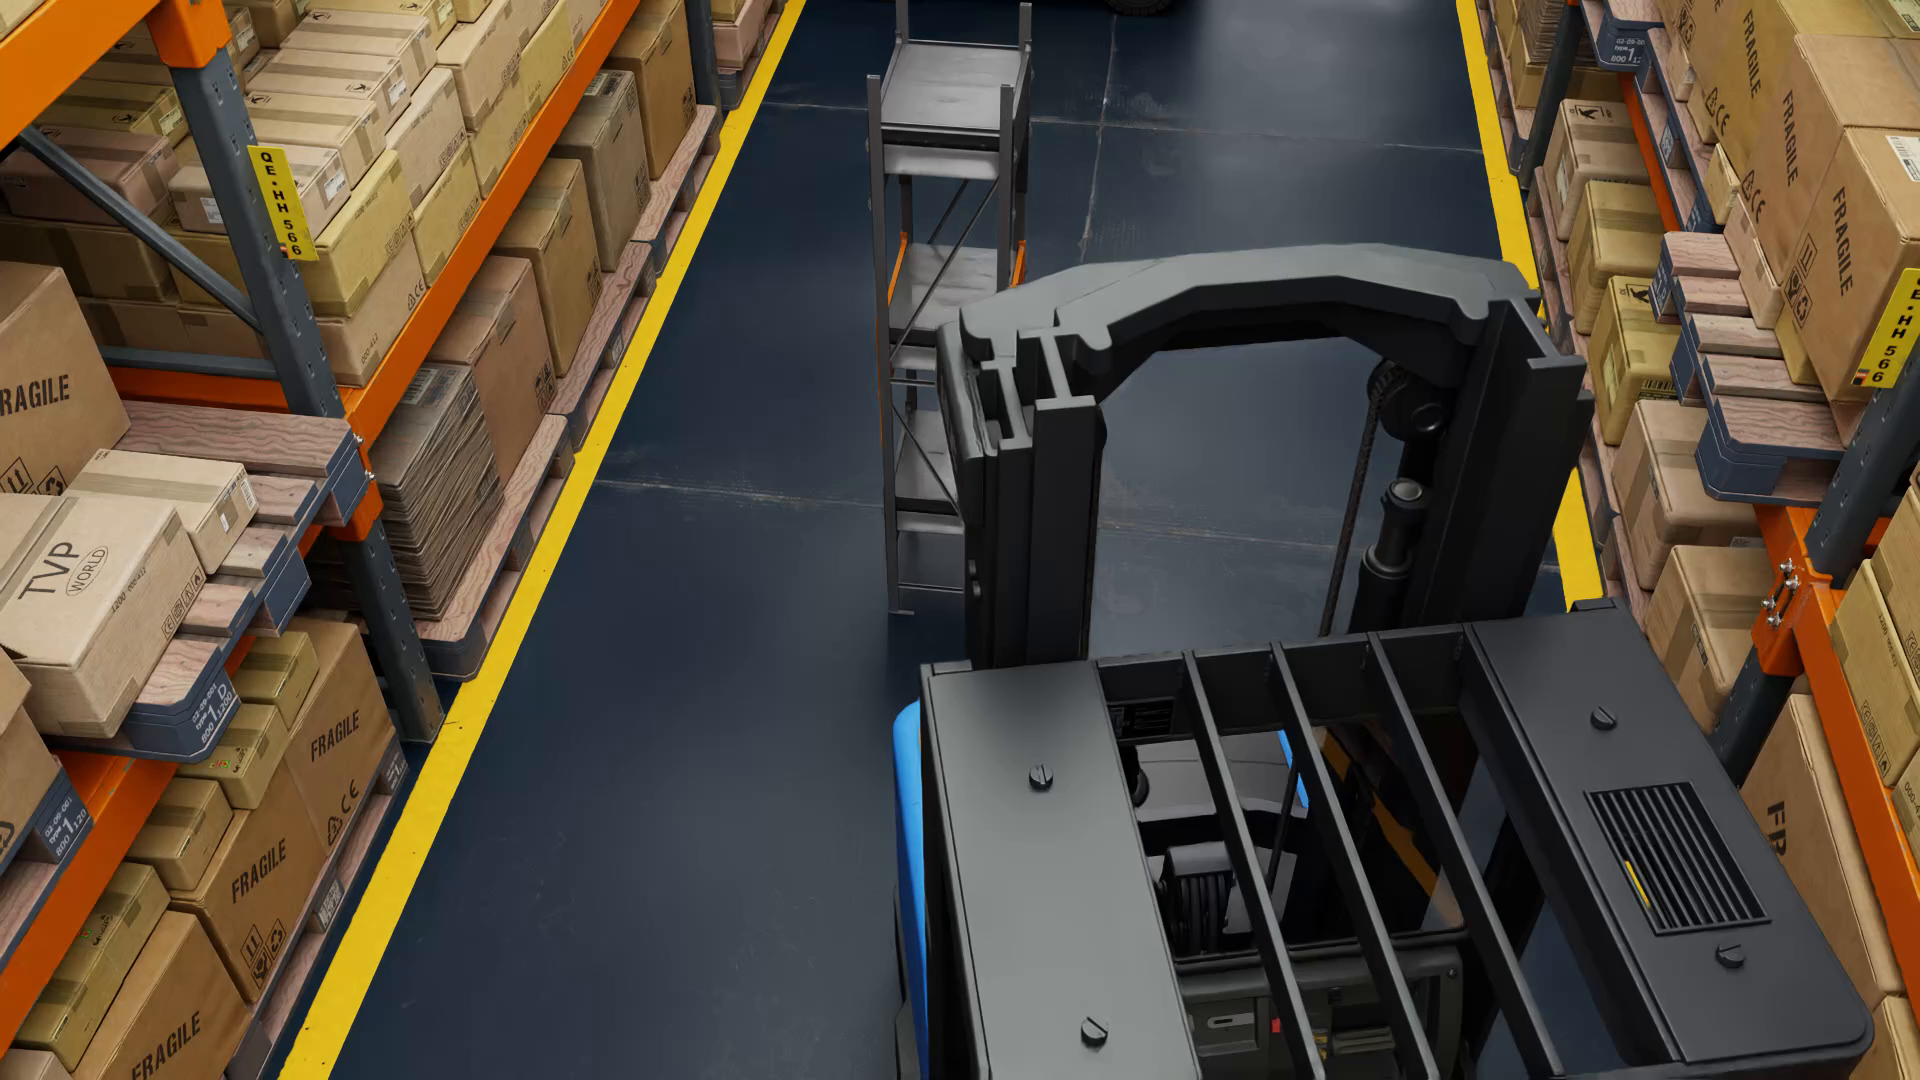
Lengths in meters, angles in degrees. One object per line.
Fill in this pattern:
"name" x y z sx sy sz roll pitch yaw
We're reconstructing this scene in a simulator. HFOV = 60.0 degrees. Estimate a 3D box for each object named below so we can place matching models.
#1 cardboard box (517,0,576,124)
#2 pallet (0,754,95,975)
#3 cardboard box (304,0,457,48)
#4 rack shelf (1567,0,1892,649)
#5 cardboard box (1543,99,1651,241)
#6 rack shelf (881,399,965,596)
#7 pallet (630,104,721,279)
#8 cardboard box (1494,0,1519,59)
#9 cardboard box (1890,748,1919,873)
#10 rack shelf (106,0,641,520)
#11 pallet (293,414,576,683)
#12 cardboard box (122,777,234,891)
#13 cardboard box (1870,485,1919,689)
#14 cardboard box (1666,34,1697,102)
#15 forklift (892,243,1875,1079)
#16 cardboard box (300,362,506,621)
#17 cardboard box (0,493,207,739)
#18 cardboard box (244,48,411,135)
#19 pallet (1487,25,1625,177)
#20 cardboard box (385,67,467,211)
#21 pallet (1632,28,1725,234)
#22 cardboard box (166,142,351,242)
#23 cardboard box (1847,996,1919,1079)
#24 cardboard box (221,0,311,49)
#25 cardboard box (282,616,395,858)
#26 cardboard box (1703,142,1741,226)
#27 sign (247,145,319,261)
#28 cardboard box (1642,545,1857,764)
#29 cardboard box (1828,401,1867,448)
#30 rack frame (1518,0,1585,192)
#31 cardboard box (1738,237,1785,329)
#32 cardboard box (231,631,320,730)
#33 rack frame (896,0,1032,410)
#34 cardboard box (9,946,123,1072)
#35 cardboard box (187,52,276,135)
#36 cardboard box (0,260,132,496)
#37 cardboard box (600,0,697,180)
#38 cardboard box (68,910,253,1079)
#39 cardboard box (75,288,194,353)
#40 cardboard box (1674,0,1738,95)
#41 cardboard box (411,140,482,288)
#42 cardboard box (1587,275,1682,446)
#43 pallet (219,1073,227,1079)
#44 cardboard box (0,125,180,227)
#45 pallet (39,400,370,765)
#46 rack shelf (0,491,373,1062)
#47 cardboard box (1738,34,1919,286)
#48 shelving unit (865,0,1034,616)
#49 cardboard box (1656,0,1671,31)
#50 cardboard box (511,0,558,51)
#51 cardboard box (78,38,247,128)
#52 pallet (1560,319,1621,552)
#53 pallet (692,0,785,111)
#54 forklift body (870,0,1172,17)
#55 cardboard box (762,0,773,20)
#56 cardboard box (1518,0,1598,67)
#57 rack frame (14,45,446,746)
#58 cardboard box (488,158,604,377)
"cardboard box" -1.735 -1.766 6.042 0.500 0.250 0.500 7 44 7
"pallet" -2.492 0.903 3.254 1.003 0.211 1.213 5 44 6
"cardboard box" -1.837 -1.668 5.285 0.380 0.149 0.250 6 44 6
"rack shelf" 2.946 -1.146 5.802 1.077 0.370 4.000 5 44 6
"cardboard box" 3.143 -1.611 7.375 0.950 0.372 0.625 6 44 6
"rack shelf" -0.022 -0.131 5.900 0.431 0.518 0.480 5 44 6
"pallet" -1.769 -1.700 7.892 1.003 0.211 1.213 5 44 6
"cardboard box" 3.082 -2.715 8.630 0.500 0.250 0.500 4 44 4
"cardboard box" 2.317 0.673 3.467 0.500 0.250 0.500 4 44 4
"rack shelf" -1.975 -1.594 6.275 1.077 0.370 4.000 5 44 6
"pallet" -2.092 -0.037 6.136 1.003 0.211 1.213 5 44 6
"cardboard box" -2.137 0.751 4.316 0.380 0.149 0.250 4 44 4
"cardboard box" 2.370 0.152 3.653 0.500 0.250 0.500 5 44 5
"cardboard box" 2.624 -1.598 5.633 0.380 0.149 0.250 7 44 7
"forklift" 0.516 1.088 2.970 1.130 2.935 3.031 -5 44 -5
"cardboard box" -2.143 -0.207 5.708 0.875 0.625 0.625 7 44 7
"cardboard box" -2.058 0.158 3.705 0.500 0.250 0.500 3 44 4
"cardboard box" -1.863 -1.314 4.912 0.380 0.149 0.250 6 44 7
"pallet" 3.264 -2.218 8.439 1.003 0.211 1.213 5 44 6
"cardboard box" -1.871 -1.241 5.124 0.500 0.250 0.500 7 44 7
"pallet" 2.902 -1.327 5.609 1.003 0.211 1.213 5 44 6
"cardboard box" -1.905 -0.955 4.532 0.380 0.149 0.250 6 44 7
"cardboard box" 2.386 1.646 3.570 0.875 0.875 0.875 6 44 6
"cardboard box" -2.303 -1.709 5.328 0.380 0.149 0.250 5 44 5
"cardboard box" -2.082 0.570 4.979 0.500 0.500 0.500 6 44 7
"cardboard box" 2.508 -1.075 5.081 0.380 0.149 0.250 6 44 6
"sign" -1.700 -0.841 4.172 0.100 0.325 0.005 5 44 6
"cardboard box" 2.766 0.374 5.280 0.950 0.372 0.625 3 43 3
"cardboard box" 2.491 -0.350 4.315 0.380 0.149 0.250 7 44 7
"rack frame" 3.210 -2.770 6.994 1.000 3.000 0.127 5 44 6
"cardboard box" 2.444 -0.715 4.701 0.380 0.149 0.250 5 44 5
"cardboard box" -2.053 0.387 4.701 0.380 0.149 0.250 3 44 3
"rack frame" 0.010 -0.816 5.585 0.400 2.100 0.015 5 44 6
"cardboard box" -2.250 1.097 3.951 0.380 0.149 0.250 5 44 5
"cardboard box" -2.389 -1.300 5.186 0.500 0.250 0.500 6 44 6
"cardboard box" -2.462 -0.345 4.054 0.500 0.500 0.500 7 44 7
"cardboard box" -1.768 -2.152 7.763 0.875 0.625 0.625 7 44 7
"cardboard box" -2.225 1.267 4.242 0.500 0.500 0.500 7 44 7
"cardboard box" -2.433 -0.768 4.988 0.500 0.250 0.500 4 44 5
"cardboard box" 2.662 -1.745 5.317 0.500 0.500 0.500 4 44 4
"cardboard box" -1.867 -1.061 5.298 0.500 0.250 0.500 4 44 5
"cardboard box" 2.961 -0.646 6.357 0.950 0.372 0.625 7 44 7
"pallet" -2.539 1.855 4.138 1.003 0.211 1.213 5 44 6
"cardboard box" -2.397 -1.004 4.585 0.380 0.149 0.250 7 44 7
"pallet" -2.259 0.045 4.160 1.213 0.211 1.003 5 44 6
"rack shelf" -2.504 1.132 3.396 1.077 0.370 4.000 5 44 6
"cardboard box" 2.523 -1.029 4.561 0.500 0.500 0.500 5 44 5
"shelving unit" -0.022 -0.650 5.409 0.431 2.100 0.503 5 44 6
"cardboard box" 2.745 -1.942 5.997 0.380 0.149 0.250 6 44 6
"cardboard box" -1.741 -1.946 5.870 0.500 0.250 0.500 6 44 6
"cardboard box" -2.378 -1.364 4.964 0.380 0.149 0.250 5 44 5
"pallet" 2.950 -0.393 6.511 1.003 0.211 1.213 5 44 6
"pallet" -1.564 -2.744 8.995 1.003 0.211 1.213 5 44 6
"forklift body" 0.376 -4.178 9.098 2.313 2.155 1.214 5 44 6
"cardboard box" -1.266 -3.020 8.952 0.500 0.250 0.500 4 44 5
"cardboard box" 3.022 -2.624 7.989 0.500 0.500 0.500 5 44 5
"rack frame" -2.239 -0.493 4.589 1.000 3.000 0.127 5 44 6
"cardboard box" -1.976 -1.111 6.664 0.875 0.625 0.625 4 44 4
